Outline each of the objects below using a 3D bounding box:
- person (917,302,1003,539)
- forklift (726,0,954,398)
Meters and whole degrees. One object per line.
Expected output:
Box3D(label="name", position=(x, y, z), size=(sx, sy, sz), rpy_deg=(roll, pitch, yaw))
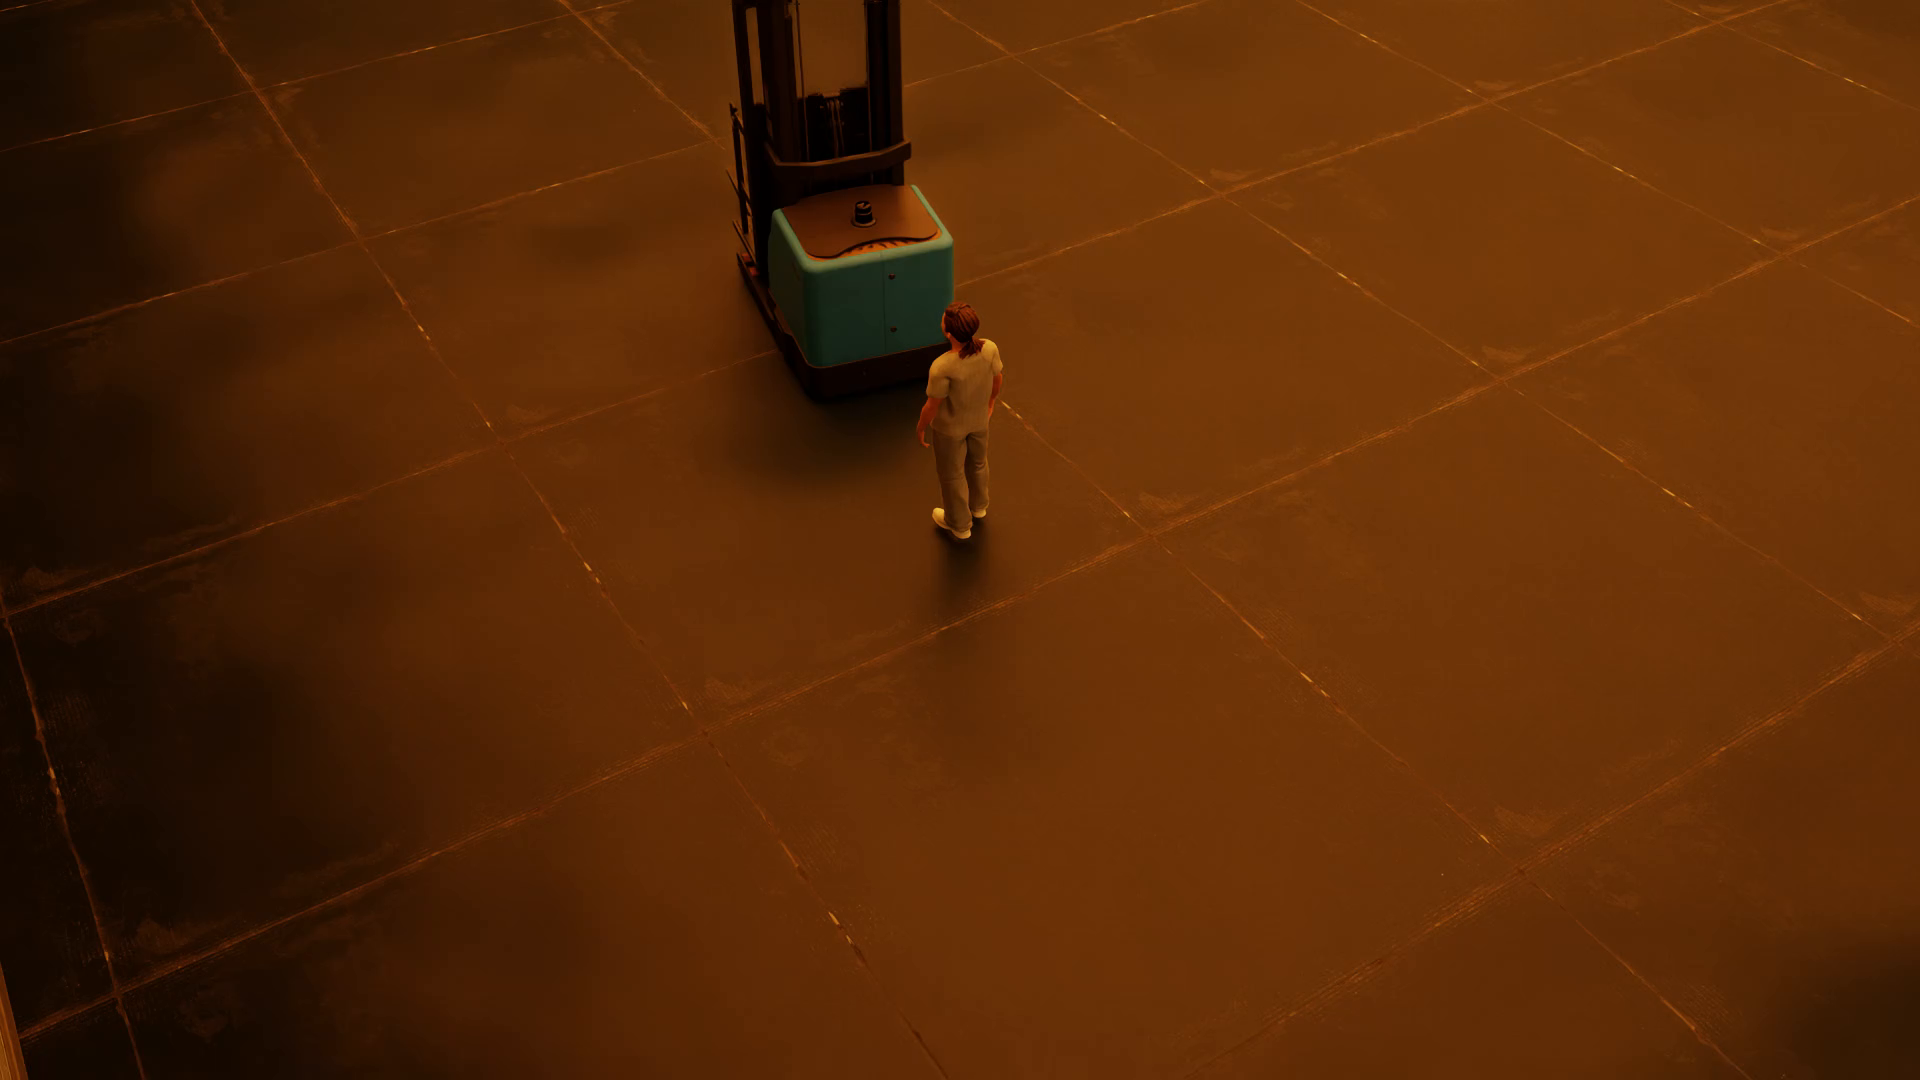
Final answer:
Box3D(label="person", position=(-0.028, -0.712, 9.567), size=(0.549, 1.675, 0.549), rpy_deg=(-23, 46, -24))
Box3D(label="forklift", position=(-1.008, -3.030, 11.338), size=(1.130, 2.935, 3.031), rpy_deg=(-14, 43, -15))
